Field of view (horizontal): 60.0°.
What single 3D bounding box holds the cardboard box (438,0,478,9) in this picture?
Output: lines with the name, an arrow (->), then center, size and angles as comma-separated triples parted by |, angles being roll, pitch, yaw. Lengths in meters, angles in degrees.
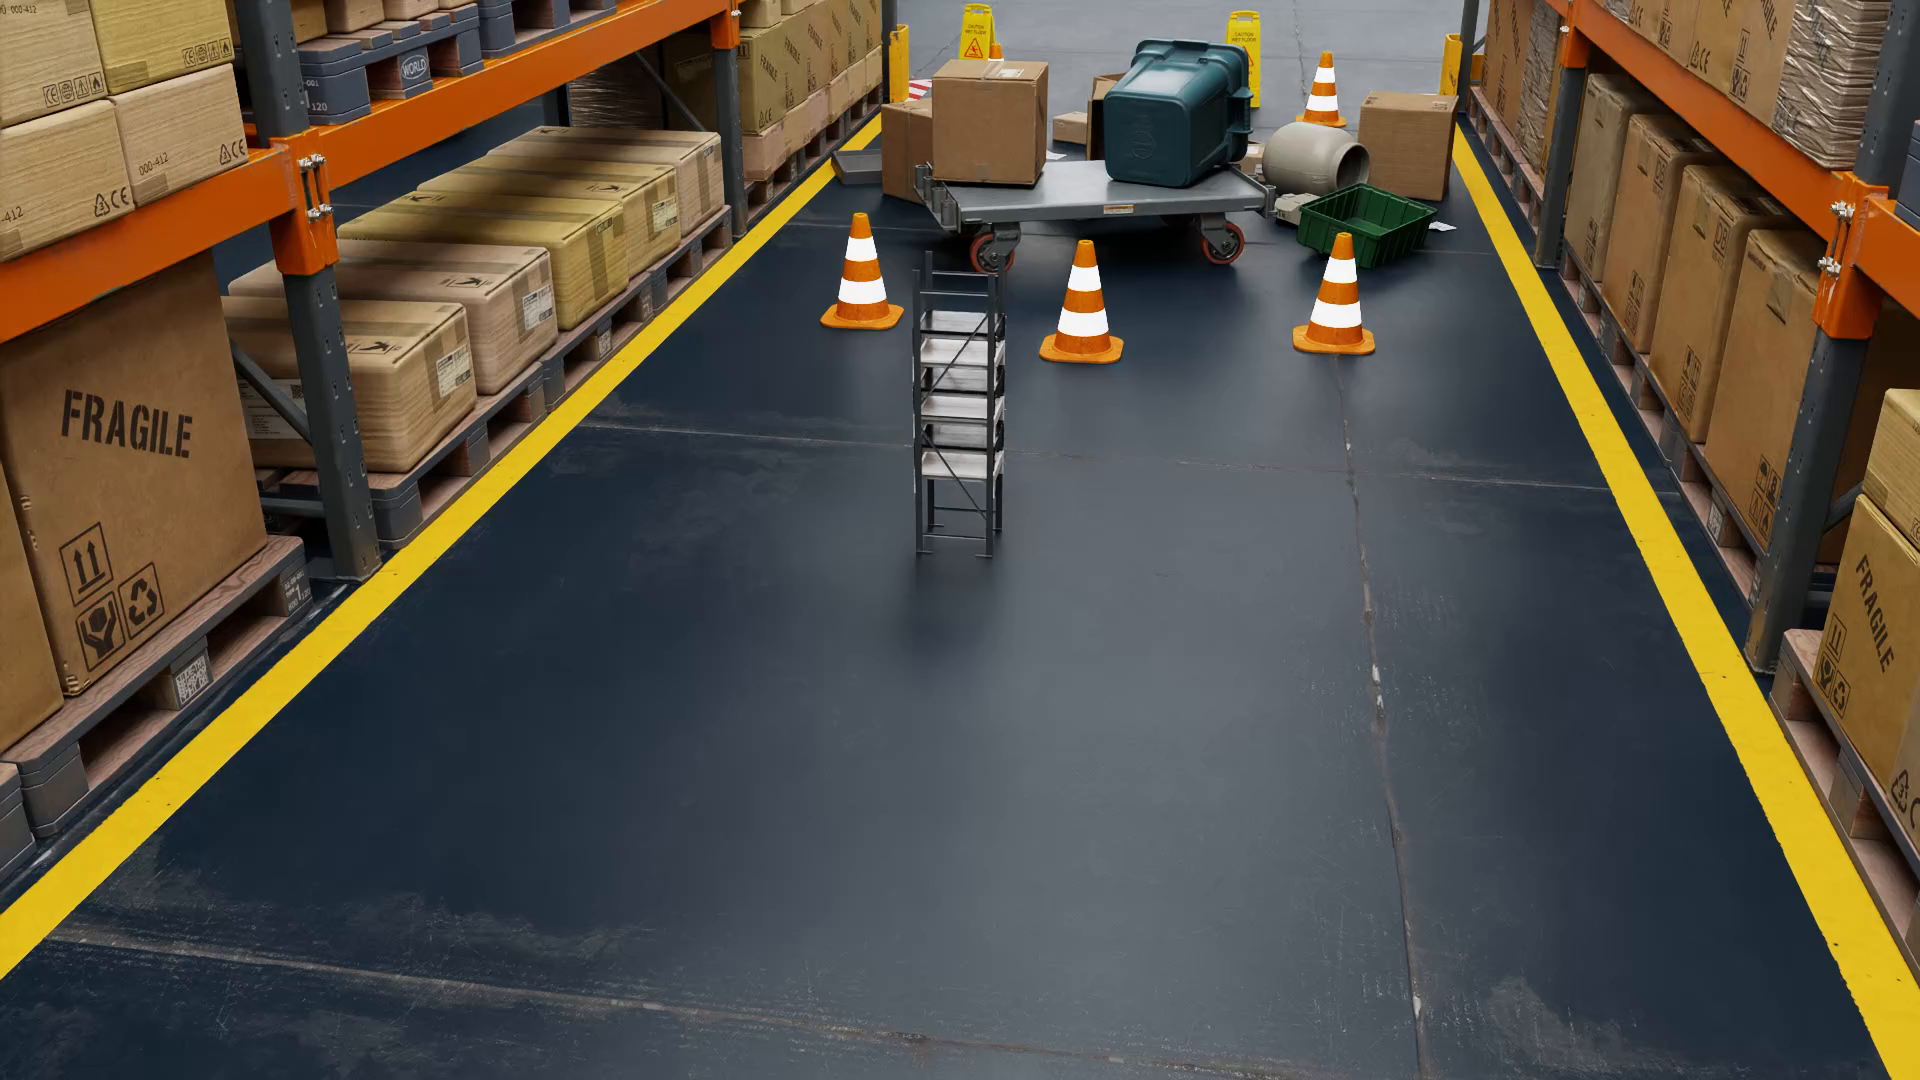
cardboard box -> -1.792, -1.825, 5.411 | 0.380, 0.149, 0.250 | 4, 25, 9

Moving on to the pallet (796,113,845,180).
pallet -> -1.337, -2.489, 10.319 | 1.003, 0.211, 1.213 | 4, 25, 9

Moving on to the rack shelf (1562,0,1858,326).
rack shelf -> 2.964, -1.494, 5.753 | 1.077, 0.370, 4.000 | 4, 25, 9

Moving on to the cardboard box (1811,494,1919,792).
cardboard box -> 2.270, 0.236, 3.660 | 0.500, 0.500, 0.500 | 3, 25, 6

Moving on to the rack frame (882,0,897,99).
rack frame -> -0.956, -4.630, 11.604 | 1.000, 3.000, 0.127 | 4, 25, 9

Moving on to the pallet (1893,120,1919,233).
pallet -> 2.626, -0.591, 3.201 | 1.213, 0.211, 1.003 | 4, 25, 9

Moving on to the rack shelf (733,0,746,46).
rack shelf -> -1.283, -3.468, 9.969 | 1.077, 0.370, 4.000 | 4, 25, 9

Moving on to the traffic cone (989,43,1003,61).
traffic cone -> 0.247, -3.212, 11.566 | 0.336, 0.463, 0.334 | 4, 25, 9

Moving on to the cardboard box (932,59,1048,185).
cardboard box -> 0.152, -2.057, 8.162 | 0.500, 0.500, 0.500 | 4, 25, 9

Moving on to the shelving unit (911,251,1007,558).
shelving unit -> -0.001, -0.404, 5.052 | 0.258, 0.900, 0.210 | 4, 25, 9

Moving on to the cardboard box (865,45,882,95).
cardboard box -> -0.826, -3.208, 11.314 | 0.500, 0.250, 0.500 | 4, 25, 8

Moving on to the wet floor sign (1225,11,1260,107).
wet floor sign -> 1.996, -3.413, 11.779 | 0.267, 0.644, 0.232 | 0, 25, -1

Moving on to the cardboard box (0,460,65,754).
cardboard box -> -2.608, 0.144, 3.416 | 0.875, 0.875, 0.875 | 4, 25, 9

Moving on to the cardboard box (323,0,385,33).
cardboard box -> -1.947, -1.600, 4.930 | 0.380, 0.149, 0.250 | 2, 25, 5

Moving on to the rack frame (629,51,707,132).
rack frame -> -1.613, -2.958, 8.030 | 0.949, 2.616, 0.053 | 4, 25, 9

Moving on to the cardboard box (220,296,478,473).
cardboard box -> -2.161, -0.520, 5.427 | 0.950, 0.372, 0.625 | 2, 25, 5

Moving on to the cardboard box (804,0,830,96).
cardboard box -> -1.084, -2.911, 9.795 | 0.500, 0.500, 0.500 | 5, 26, 11

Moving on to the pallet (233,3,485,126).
pallet -> -2.252, -1.503, 5.149 | 1.213, 0.211, 1.003 | 4, 25, 9

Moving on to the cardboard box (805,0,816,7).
cardboard box -> -1.044, -3.140, 9.518 | 0.380, 0.149, 0.250 | 5, 26, 12

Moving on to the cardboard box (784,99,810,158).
cardboard box -> -1.170, -2.354, 9.489 | 0.500, 0.250, 0.500 | 5, 26, 11

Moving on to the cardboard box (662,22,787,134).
cardboard box -> -1.247, -2.470, 8.852 | 0.500, 0.500, 0.500 | 5, 26, 11

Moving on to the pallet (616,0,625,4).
pallet -> -1.878, -2.561, 7.409 | 1.003, 0.211, 1.213 | 4, 25, 9

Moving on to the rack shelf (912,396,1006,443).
rack shelf -> -0.001, -0.374, 5.066 | 0.258, 0.077, 0.200 | 4, 25, 9

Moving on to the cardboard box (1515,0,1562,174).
cardboard box -> 3.606, -2.520, 9.106 | 0.875, 0.875, 0.875 | 4, 25, 9

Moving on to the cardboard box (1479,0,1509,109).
cardboard box -> 3.899, -3.269, 10.707 | 0.875, 0.875, 0.875 | 4, 25, 9

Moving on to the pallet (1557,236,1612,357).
pallet -> 3.239, -1.066, 7.278 | 1.003, 0.211, 1.213 | 4, 25, 9

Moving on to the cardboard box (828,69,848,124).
cardboard box -> -0.995, -2.783, 10.406 | 0.500, 0.250, 0.500 | 3, 25, 7

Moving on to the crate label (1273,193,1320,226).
crate label -> 1.819, -1.751, 8.829 | 0.298, 0.136, 0.250 | -14, 29, -27

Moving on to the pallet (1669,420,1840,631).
pallet -> 2.840, -0.045, 5.098 | 1.003, 0.211, 1.213 | 4, 25, 9

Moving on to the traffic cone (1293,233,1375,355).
traffic cone -> 1.582, -1.051, 6.950 | 0.336, 0.463, 0.334 | 4, 25, 9

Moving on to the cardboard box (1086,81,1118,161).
cardboard box -> 1.110, -2.259, 9.323 | 0.797, 0.637, 0.503 | 4, 25, 9

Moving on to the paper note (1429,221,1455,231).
paper note -> 2.507, -1.656, 8.751 | 0.147, 0.020, 0.142 | -14, 29, -27

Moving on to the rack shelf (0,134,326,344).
rack shelf -> -2.590, -0.122, 2.821 | 1.077, 0.370, 4.000 | 4, 25, 9

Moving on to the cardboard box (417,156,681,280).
cardboard box -> -1.807, -1.437, 7.386 | 0.950, 0.372, 0.625 | 6, 26, 12

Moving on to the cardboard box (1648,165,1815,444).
cardboard box -> 2.965, -0.769, 5.514 | 1.050, 0.750, 0.750 | 4, 25, 9

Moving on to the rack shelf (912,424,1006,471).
rack shelf -> -0.001, -0.292, 5.104 | 0.258, 0.077, 0.200 | 4, 25, 9

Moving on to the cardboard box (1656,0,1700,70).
cardboard box -> 2.690, -1.868, 5.585 | 0.500, 0.500, 0.500 | 4, 25, 9

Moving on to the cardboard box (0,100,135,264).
cardboard box -> -2.158, -0.772, 3.538 | 0.500, 0.250, 0.500 | 4, 25, 9

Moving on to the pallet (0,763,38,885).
pallet -> -2.668, 0.812, 3.267 | 1.003, 0.211, 1.213 | 4, 25, 9

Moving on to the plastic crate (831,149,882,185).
plastic crate -> -0.544, -2.235, 9.930 | 0.402, 0.080, 0.583 | -5, 25, -10

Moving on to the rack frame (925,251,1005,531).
rack frame -> 0.015, -0.447, 5.143 | 0.240, 0.900, 0.006 | 4, 25, 9

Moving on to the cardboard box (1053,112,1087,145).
cardboard box -> 0.823, -2.651, 10.739 | 0.380, 0.149, 0.250 | 19, 31, 35

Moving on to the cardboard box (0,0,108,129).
cardboard box -> -2.172, -1.008, 3.452 | 0.500, 0.250, 0.500 | 3, 25, 7

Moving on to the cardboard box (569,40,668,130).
cardboard box -> -1.777, -2.508, 8.933 | 0.500, 0.500, 0.500 | 4, 25, 8

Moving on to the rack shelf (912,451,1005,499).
rack shelf -> -0.001, -0.211, 5.142 | 0.258, 0.077, 0.200 | 4, 25, 9

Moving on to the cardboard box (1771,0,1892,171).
cardboard box -> 2.446, -1.236, 4.234 | 0.500, 0.500, 0.500 | 4, 25, 9

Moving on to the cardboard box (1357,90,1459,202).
cardboard box -> 2.532, -2.246, 9.456 | 0.500, 0.500, 0.500 | 8, 26, 18

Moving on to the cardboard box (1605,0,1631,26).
cardboard box -> 2.857, -2.289, 6.485 | 0.500, 0.500, 0.500 | 4, 25, 9

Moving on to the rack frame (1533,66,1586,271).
rack frame -> 3.291, -2.657, 7.387 | 1.000, 3.000, 0.127 | 4, 25, 9
